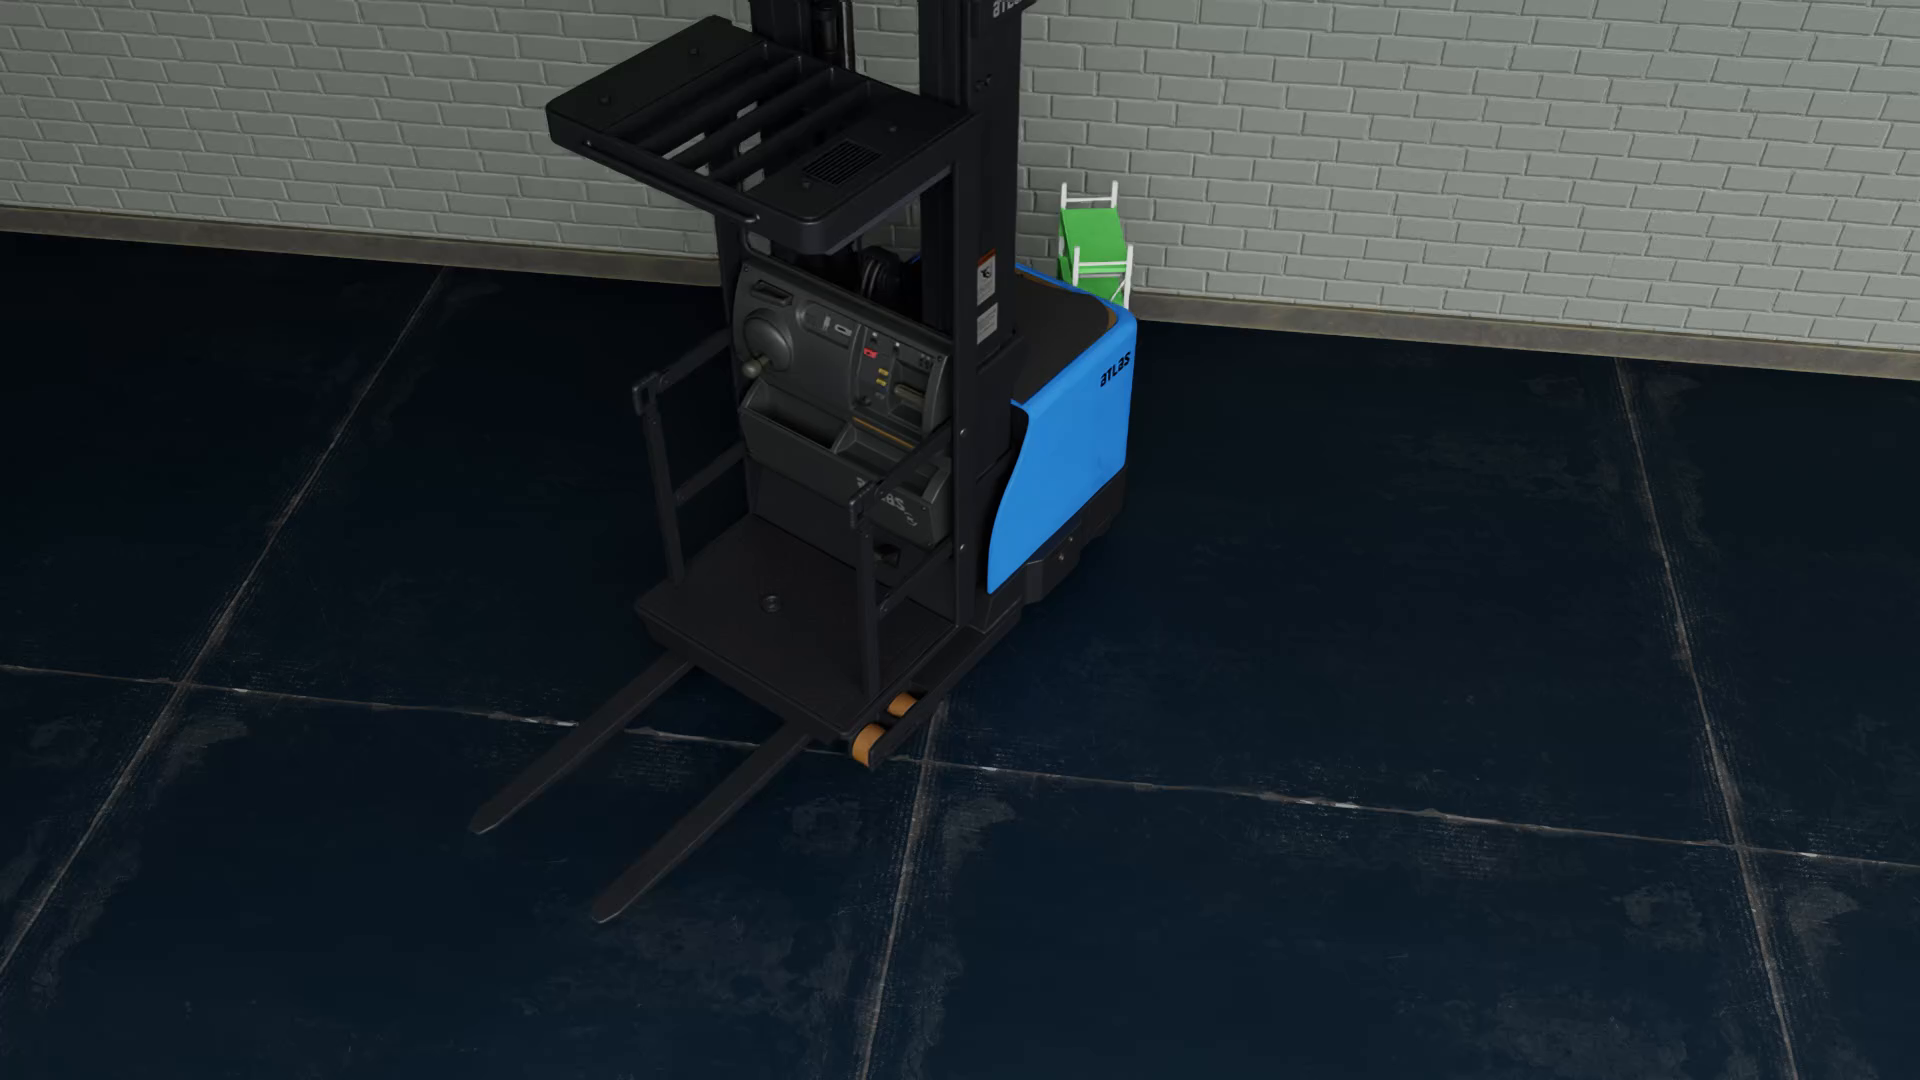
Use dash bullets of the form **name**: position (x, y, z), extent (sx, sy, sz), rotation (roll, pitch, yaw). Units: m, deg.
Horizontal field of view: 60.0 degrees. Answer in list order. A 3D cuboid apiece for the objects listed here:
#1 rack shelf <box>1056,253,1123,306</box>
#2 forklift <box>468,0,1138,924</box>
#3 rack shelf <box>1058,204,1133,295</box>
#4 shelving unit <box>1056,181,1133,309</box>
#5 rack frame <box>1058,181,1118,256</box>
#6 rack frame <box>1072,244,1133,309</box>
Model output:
- **rack shelf**: position (0.571, -1.056, 7.236), extent (0.258, 0.148, 0.480), rotation (-2, 43, -3)
- **forklift**: position (-0.560, -0.586, 5.737), extent (1.130, 2.935, 3.031), rotation (27, 50, 26)
- **rack shelf**: position (0.571, -1.230, 7.071), extent (0.258, 0.148, 0.480), rotation (-2, 43, -3)
- **shelving unit**: position (0.571, -0.928, 7.357), extent (0.258, 1.200, 0.503), rotation (-2, 43, -3)
- **rack frame**: position (0.556, -1.095, 7.534), extent (0.240, 1.200, 0.015), rotation (-2, 43, -3)
- **rack frame**: position (0.586, -0.761, 7.181), extent (0.240, 1.200, 0.015), rotation (-2, 43, -3)
